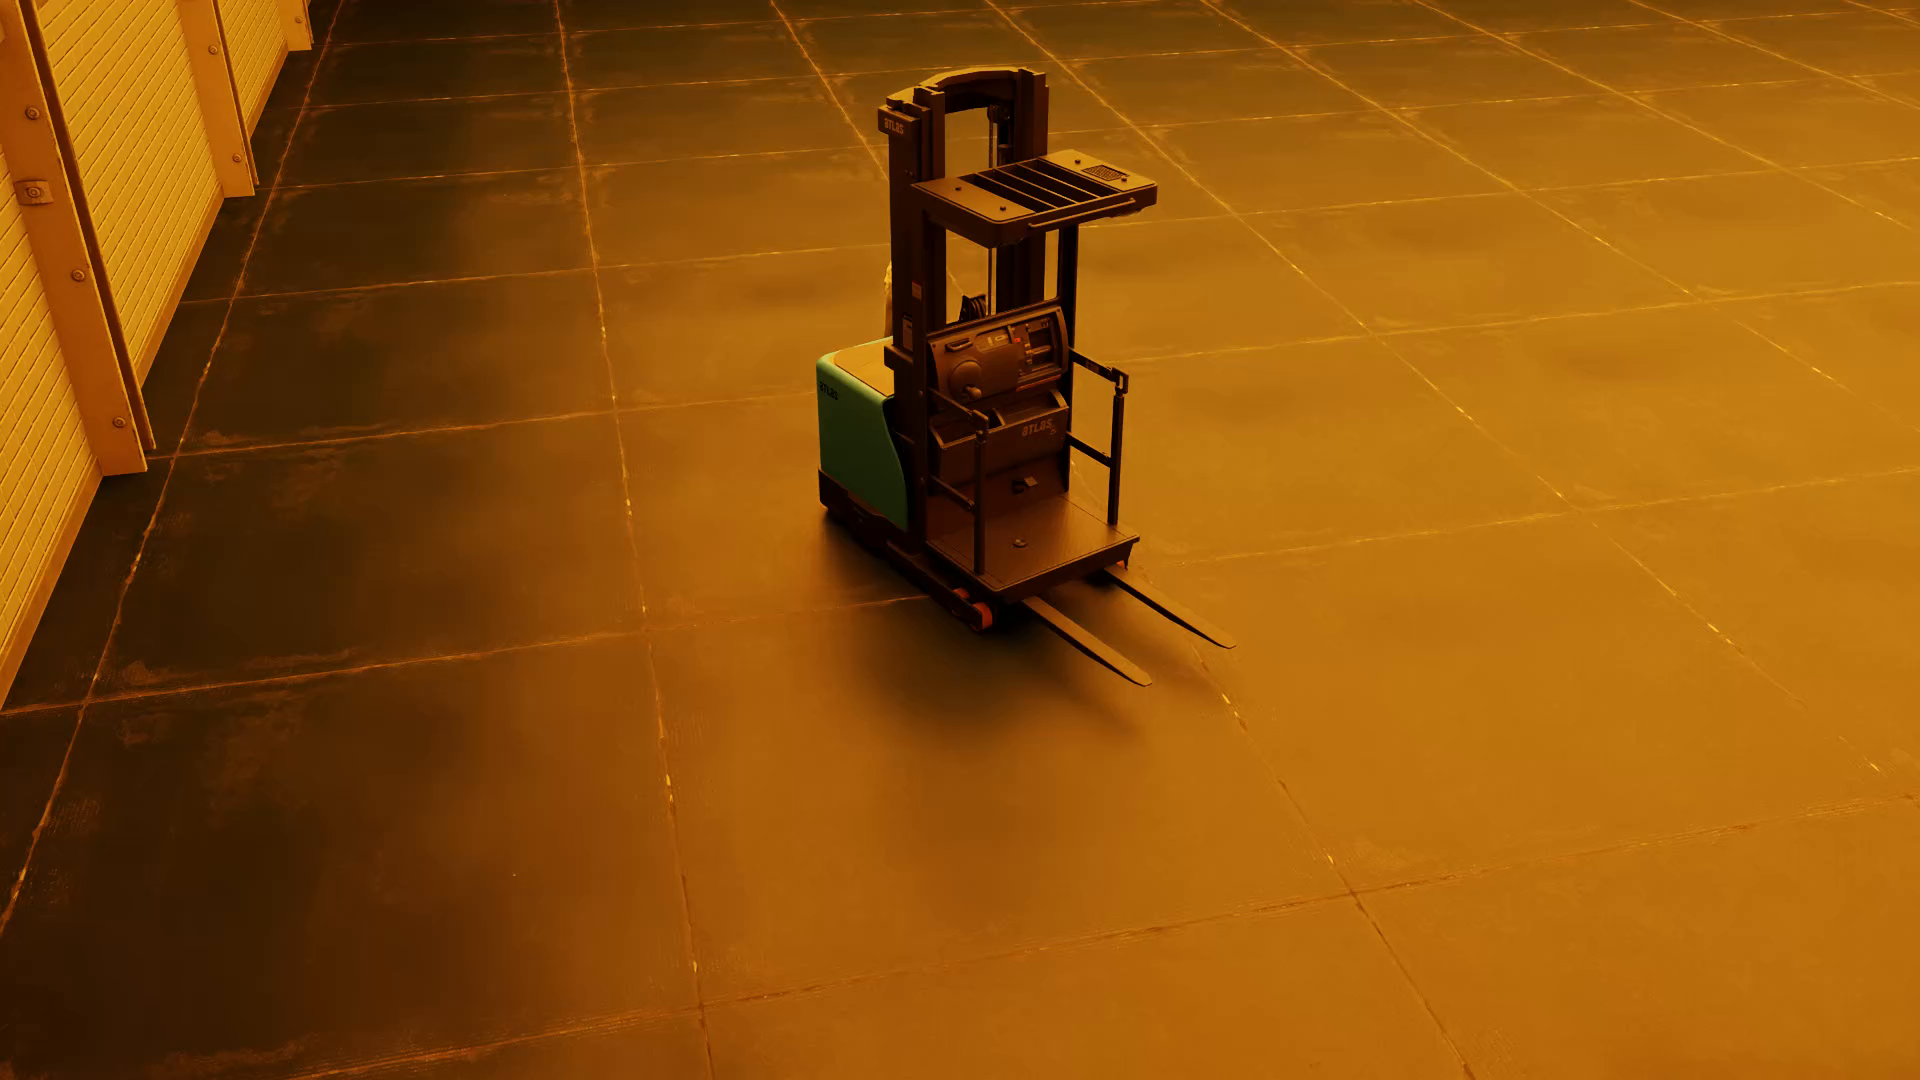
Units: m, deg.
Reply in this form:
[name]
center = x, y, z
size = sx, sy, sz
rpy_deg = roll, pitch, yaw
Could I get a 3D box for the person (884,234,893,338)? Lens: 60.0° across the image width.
[person]
center = -0.423, -1.769, 11.850
size = 0.534, 1.696, 0.588
rpy_deg = -13, 32, -21

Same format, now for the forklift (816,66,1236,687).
[forklift]
center = 0.355, -1.021, 9.338
size = 1.130, 2.935, 3.031
rpy_deg = -20, 35, -30
